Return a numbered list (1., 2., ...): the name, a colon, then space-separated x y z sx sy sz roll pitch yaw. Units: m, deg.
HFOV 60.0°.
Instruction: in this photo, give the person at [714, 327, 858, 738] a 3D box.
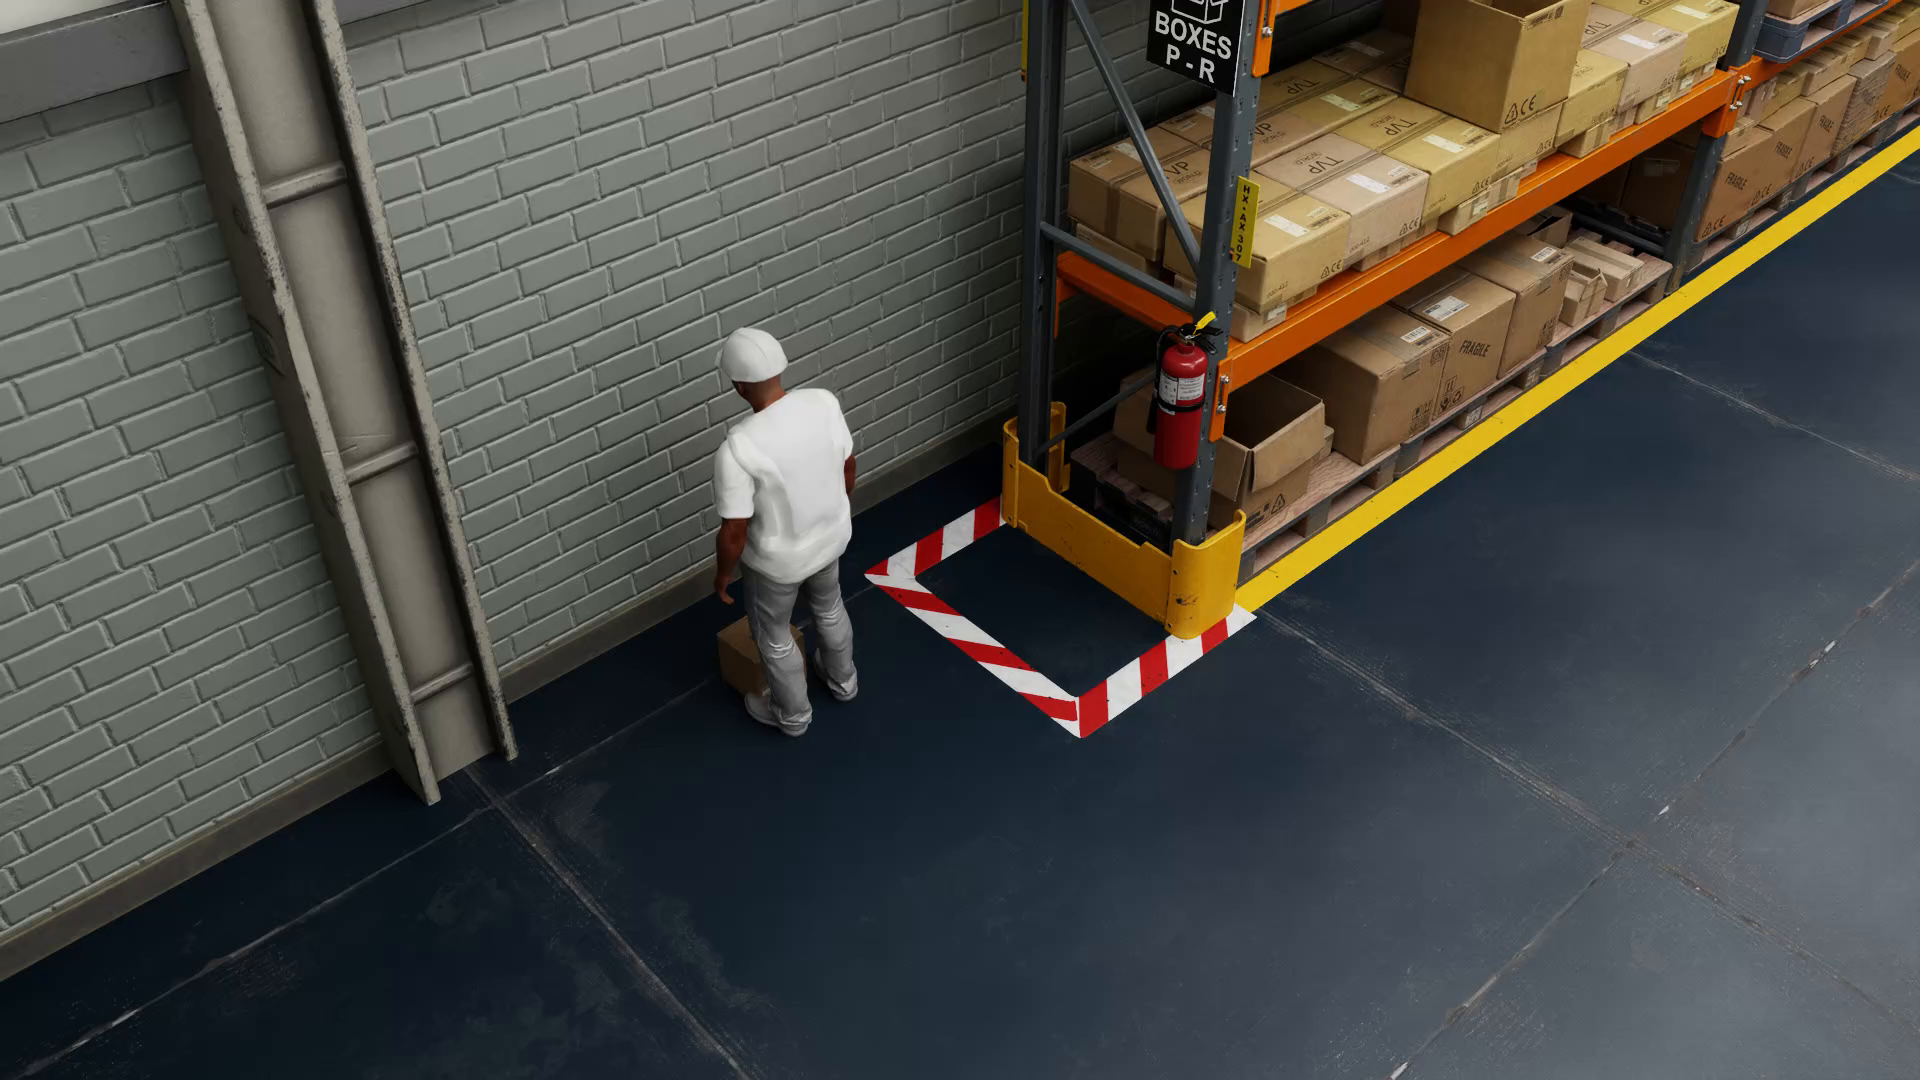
1. person: -0.646 -0.008 6.153 0.638 1.757 0.459 -32 49 -33
